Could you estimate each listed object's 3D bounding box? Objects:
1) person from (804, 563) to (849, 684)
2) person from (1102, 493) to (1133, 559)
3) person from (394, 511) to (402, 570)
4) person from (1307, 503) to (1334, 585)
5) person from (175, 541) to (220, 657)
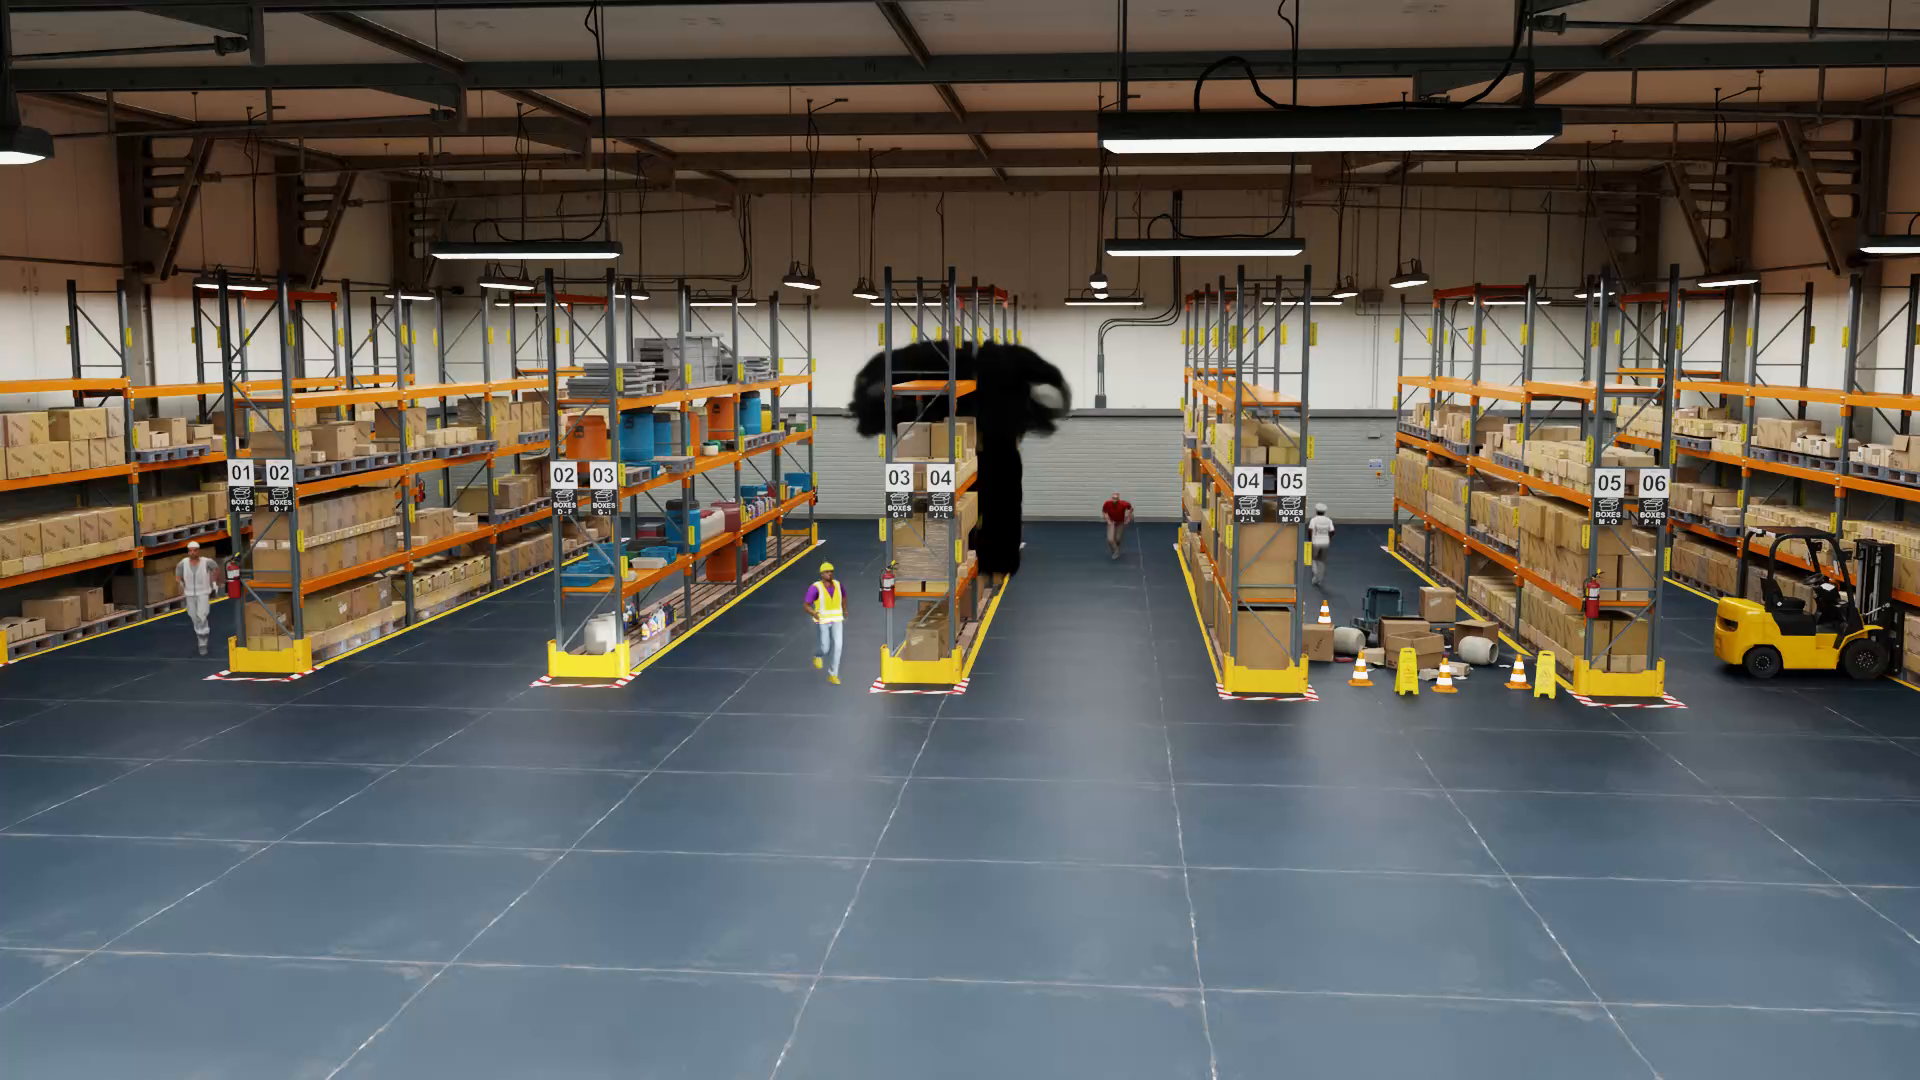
[{"bbox_3d":[-1.938,1.196,24.342,0.708,1.749,0.828,-3,8,-23],"label":"person"},{"bbox_3d":[3.581,-0.336,37.786,0.685,1.545,0.862,1,7,9],"label":"person"},{"bbox_3d":[-11.139,0.194,33.326,0.655,1.628,0.968,1,7,7],"label":"person"},{"bbox_3d":[7.298,0.083,33.765,0.577,1.661,0.546,0,7,-1],"label":"person"},{"bbox_3d":[-12.121,0.917,26.414,0.589,1.831,0.835,-1,7,-8],"label":"person"}]
